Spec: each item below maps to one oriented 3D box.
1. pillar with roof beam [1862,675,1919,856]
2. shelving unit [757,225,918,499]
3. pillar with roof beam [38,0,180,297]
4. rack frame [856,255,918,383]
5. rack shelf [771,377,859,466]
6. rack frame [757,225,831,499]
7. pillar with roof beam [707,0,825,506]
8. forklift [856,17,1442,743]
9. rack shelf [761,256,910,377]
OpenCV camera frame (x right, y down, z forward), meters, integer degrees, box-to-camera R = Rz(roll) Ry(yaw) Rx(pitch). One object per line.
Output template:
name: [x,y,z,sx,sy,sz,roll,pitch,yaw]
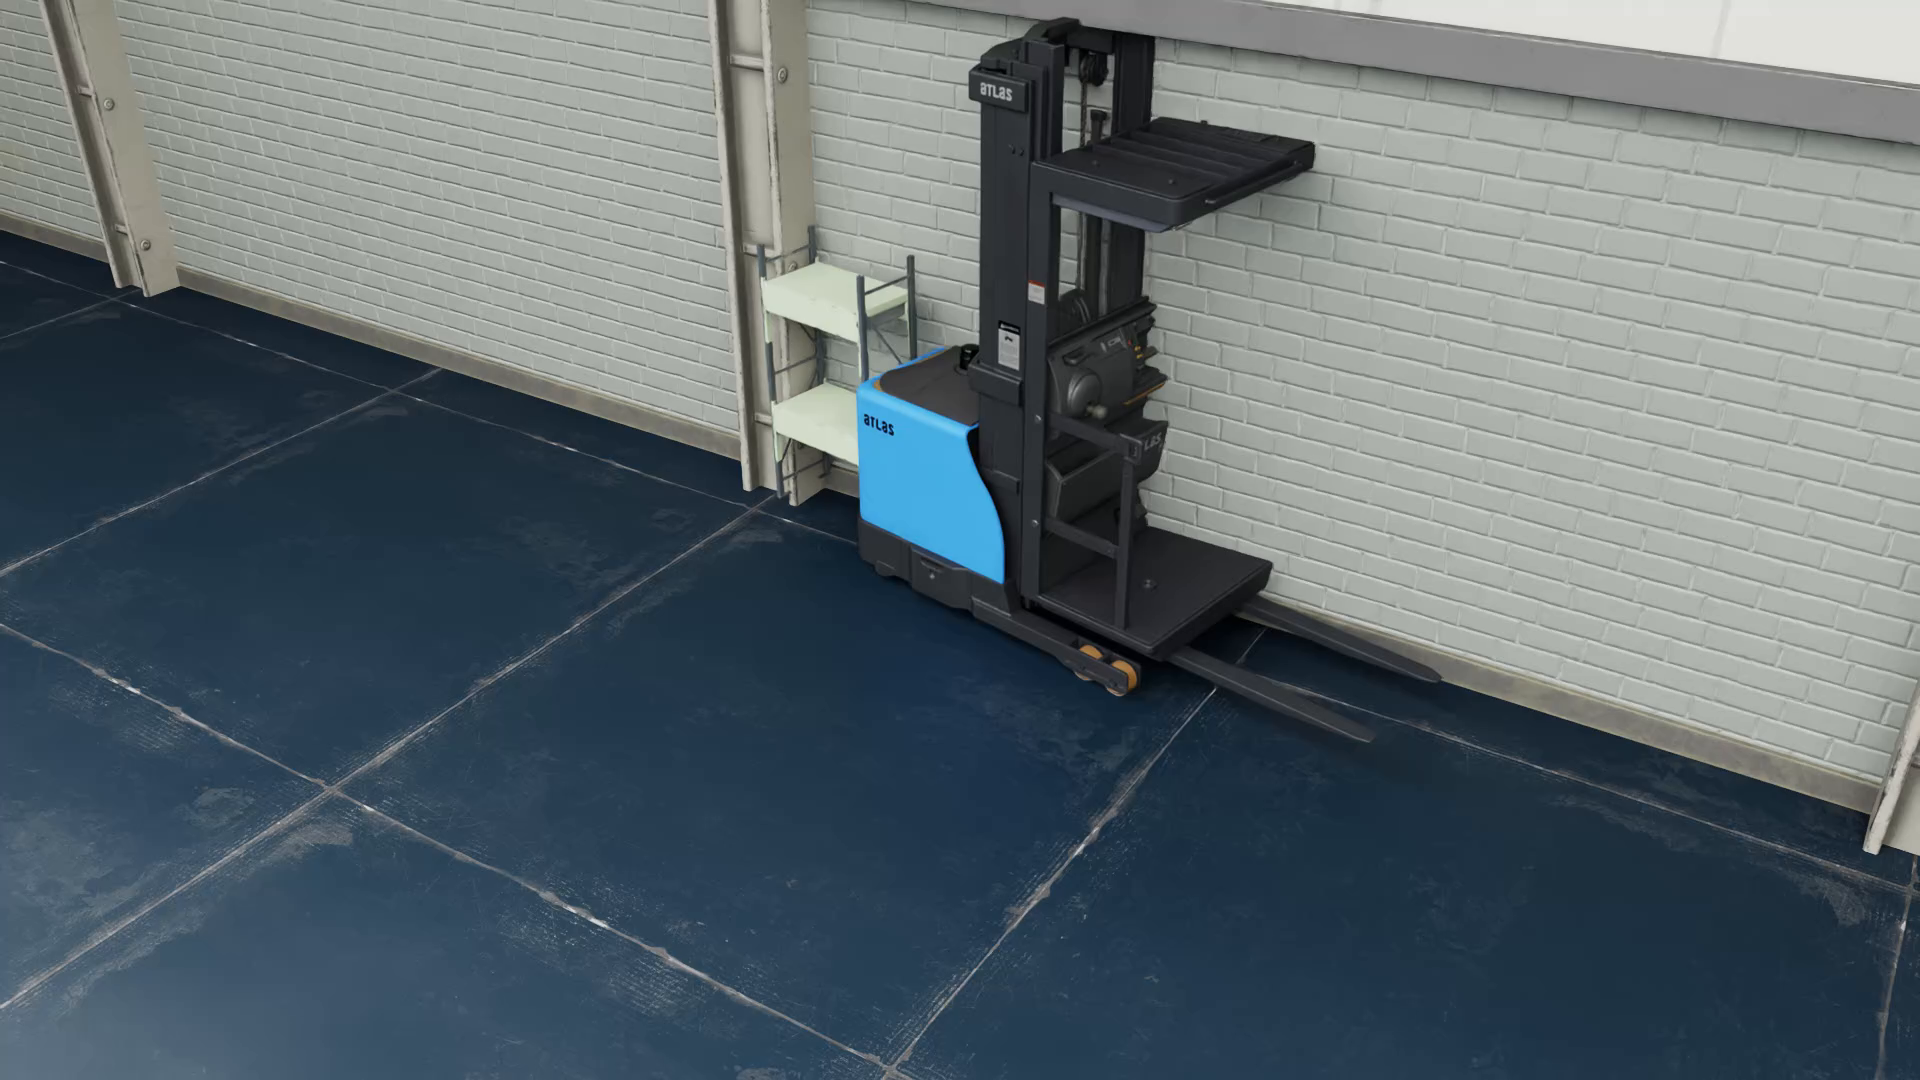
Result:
pillar with roof beam: [1.766,-0.755,1.613,0.400,9.000,9.100,18,35,27]
shelving unit: [-0.634,-0.848,8.968,0.755,1.500,0.431,23,38,36]
pillar with roof beam: [-8.398,-3.969,7.124,0.400,9.000,9.100,18,35,27]
rack frame: [-0.361,-0.732,8.754,0.023,1.500,0.400,23,38,36]
rack shelf: [-0.628,-0.565,9.129,0.720,0.370,0.431,23,38,36]
rack frame: [-0.907,-0.964,9.182,0.023,1.500,0.400,23,38,36]
pillar with roof beam: [-3.316,-2.362,4.369,0.400,9.000,9.100,18,35,27]
forklift: [0.888,-0.819,7.745,3.031,2.935,1.130,24,38,35]
rack shelf: [-0.642,-1.187,8.774,0.720,0.370,0.431,23,38,36]
